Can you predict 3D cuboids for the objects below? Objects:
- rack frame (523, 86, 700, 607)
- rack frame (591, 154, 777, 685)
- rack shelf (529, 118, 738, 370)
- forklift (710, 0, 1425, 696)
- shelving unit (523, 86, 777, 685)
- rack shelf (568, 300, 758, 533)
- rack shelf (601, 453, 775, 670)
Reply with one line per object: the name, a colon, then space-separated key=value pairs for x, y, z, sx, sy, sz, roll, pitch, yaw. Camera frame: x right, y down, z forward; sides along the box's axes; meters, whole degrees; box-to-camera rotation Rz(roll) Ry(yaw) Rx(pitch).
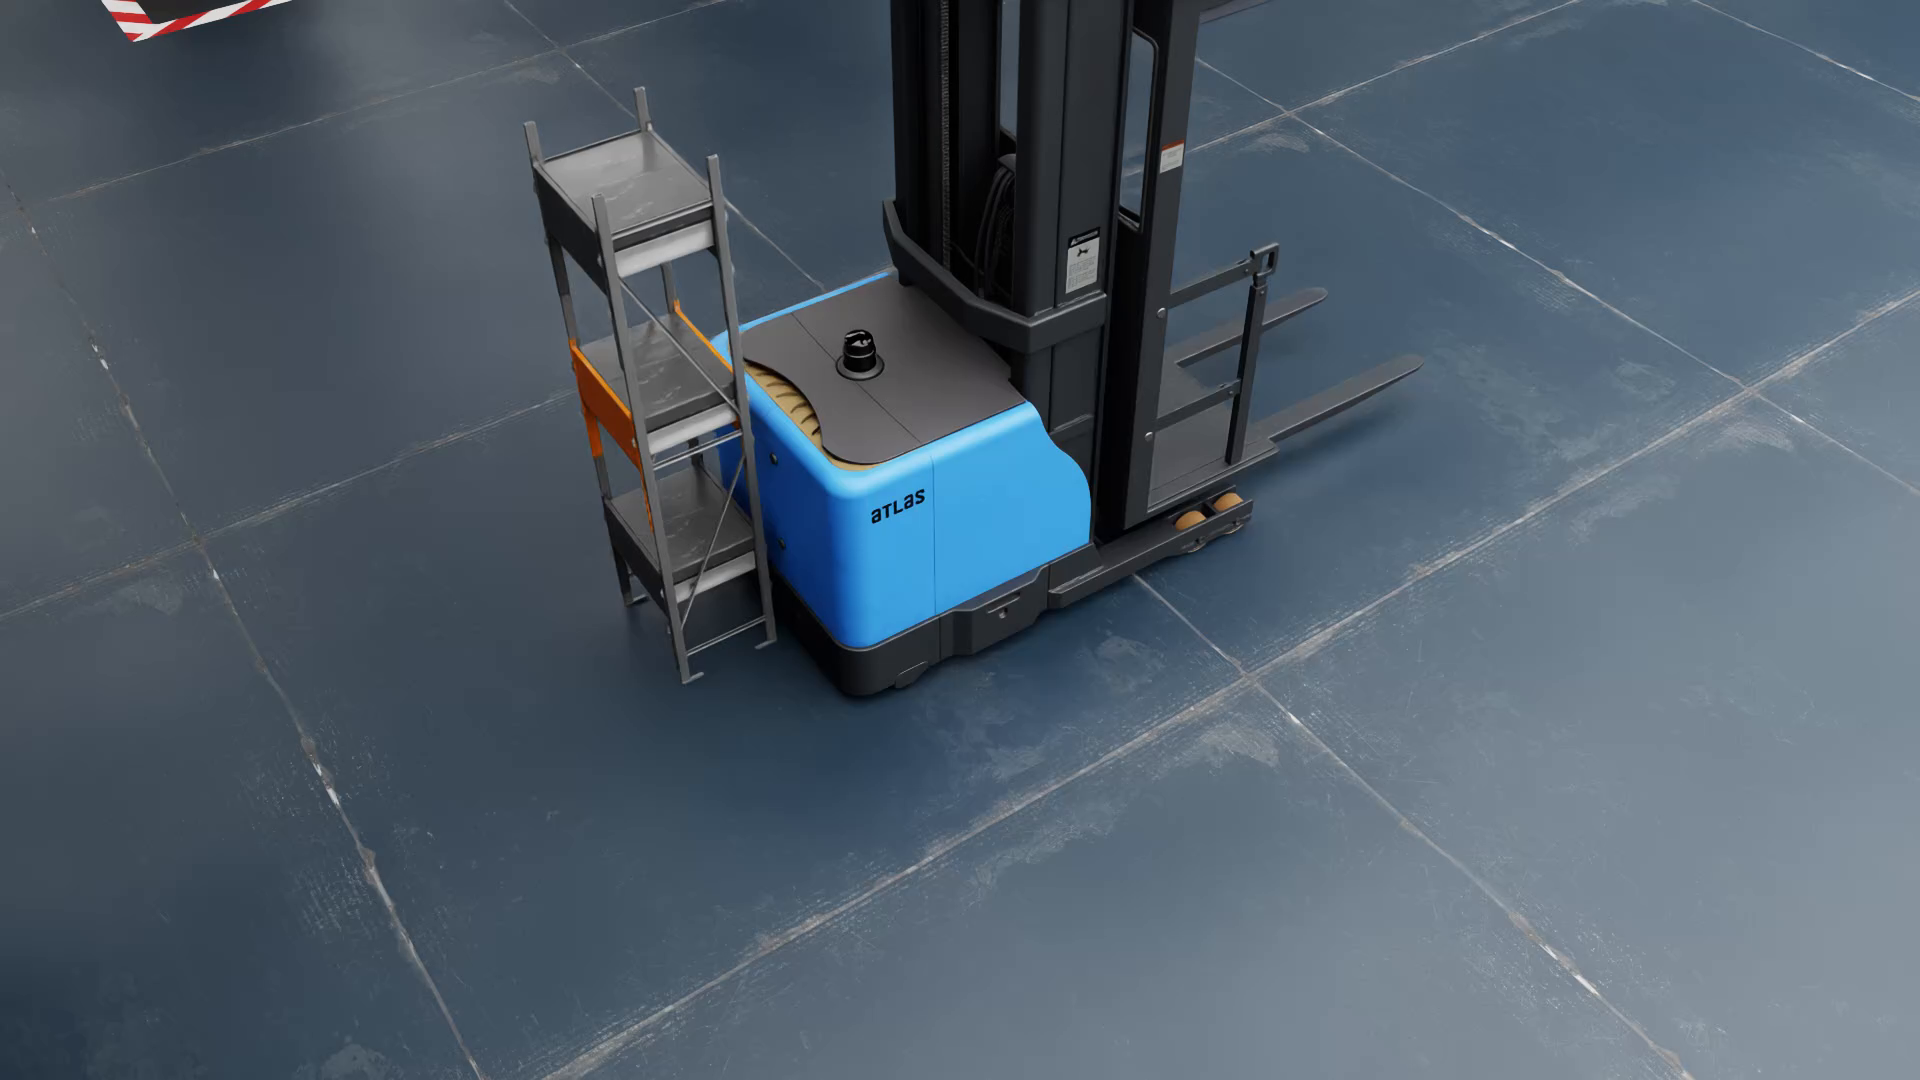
rack frame: x=-1.145 y=-0.577 z=5.831 sx=0.400 sy=2.100 sz=0.015 roll=-25 pitch=49 yaw=-23
rack frame: x=-0.874 y=-0.297 z=5.538 sx=0.400 sy=2.100 sz=0.015 roll=-25 pitch=49 yaw=-23
rack shelf: x=-1.014 y=-0.932 z=5.209 sx=0.431 sy=0.518 sz=0.480 roll=-25 pitch=49 yaw=-23
forklift: x=0.582 y=-1.293 z=5.981 sx=3.031 sy=2.935 sz=1.130 roll=-25 pitch=49 yaw=-24
shelving unit: x=-1.009 y=-0.437 z=5.685 sx=0.431 sy=2.100 sz=0.503 roll=-25 pitch=49 yaw=-23
rack shelf: x=-1.009 y=-0.427 z=5.694 sx=0.431 sy=0.518 sz=0.480 roll=-25 pitch=49 yaw=-23
rack shelf: x=-1.005 y=0.077 z=6.179 sx=0.431 sy=0.518 sz=0.480 roll=-25 pitch=49 yaw=-23
